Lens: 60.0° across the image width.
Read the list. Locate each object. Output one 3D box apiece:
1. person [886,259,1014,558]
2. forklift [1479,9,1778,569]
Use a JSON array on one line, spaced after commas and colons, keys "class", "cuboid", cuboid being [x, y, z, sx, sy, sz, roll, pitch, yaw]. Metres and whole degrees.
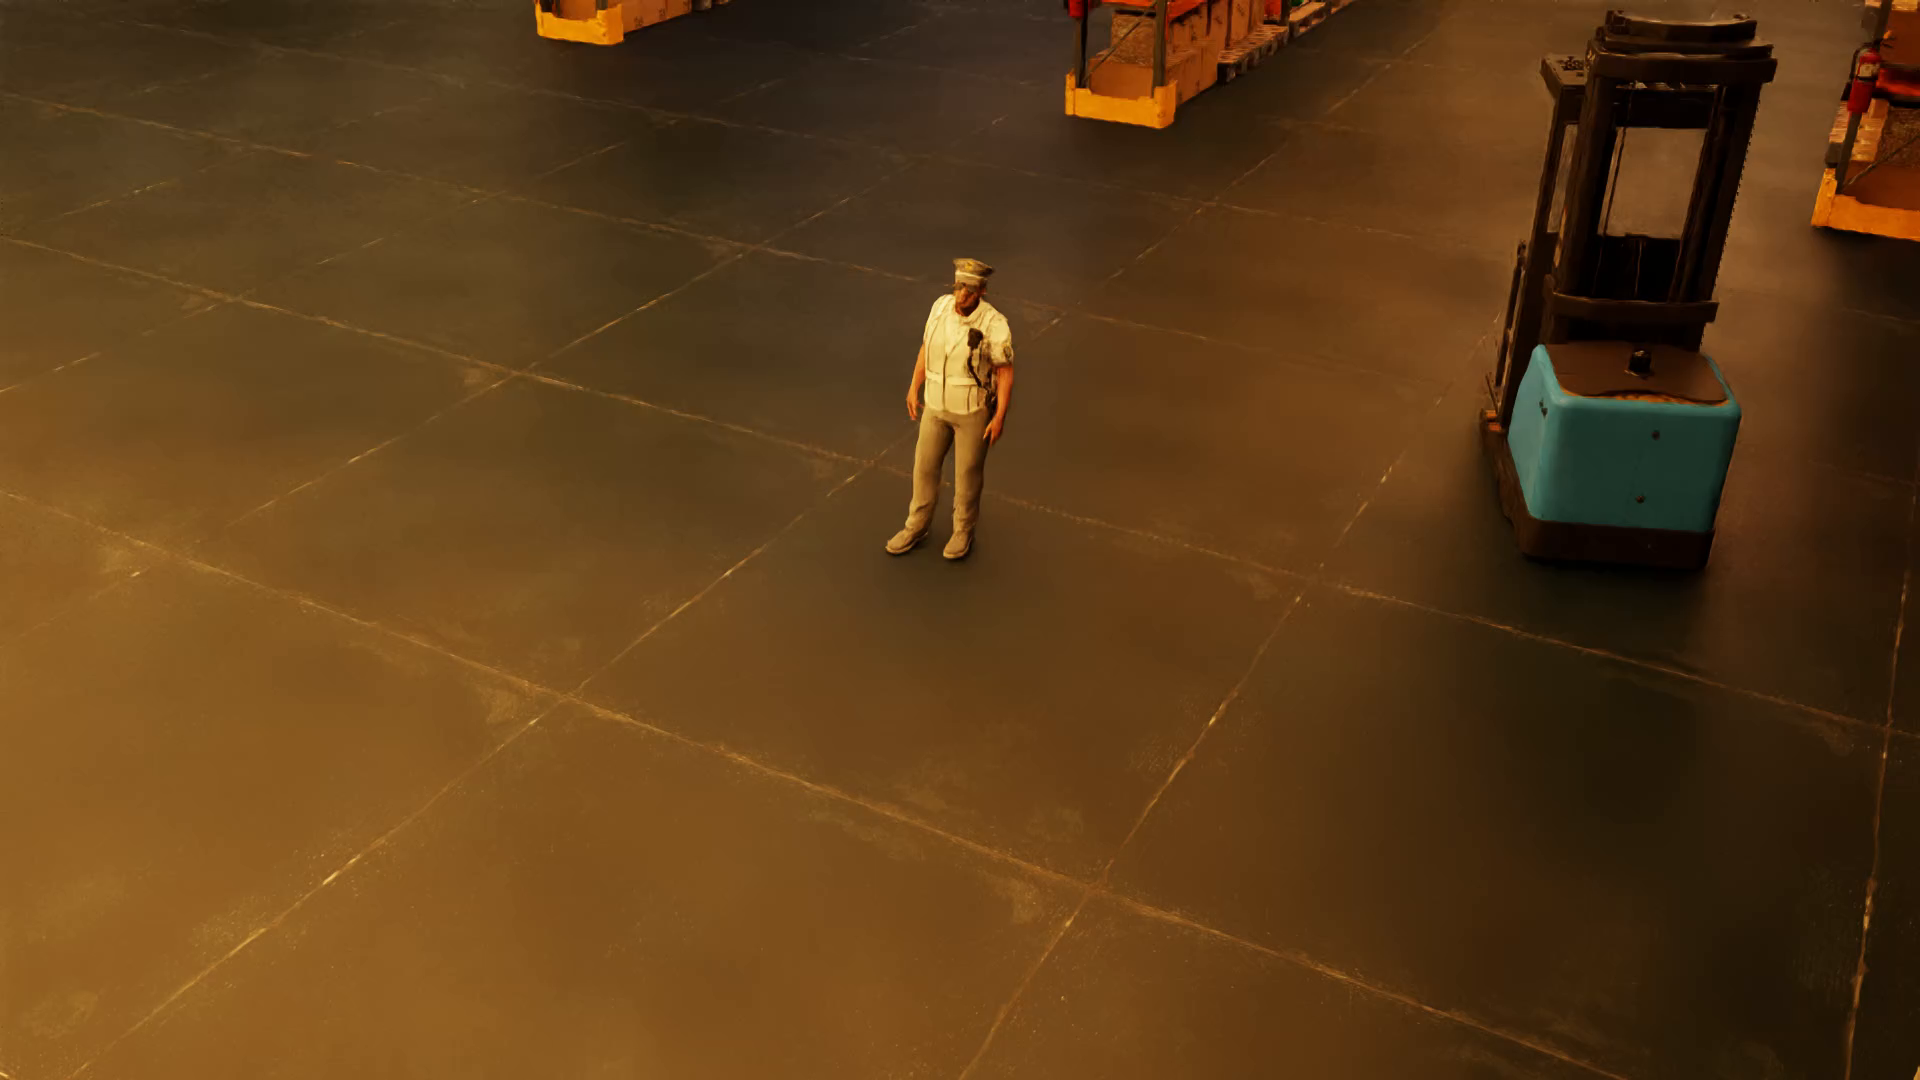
[{"class": "person", "cuboid": [-0.048, -0.748, 9.499, 0.640, 1.781, 0.574, 15, 33, 25]}, {"class": "forklift", "cuboid": [4.027, -1.820, 10.223, 1.130, 2.935, 3.031, 4, 30, 8]}]
